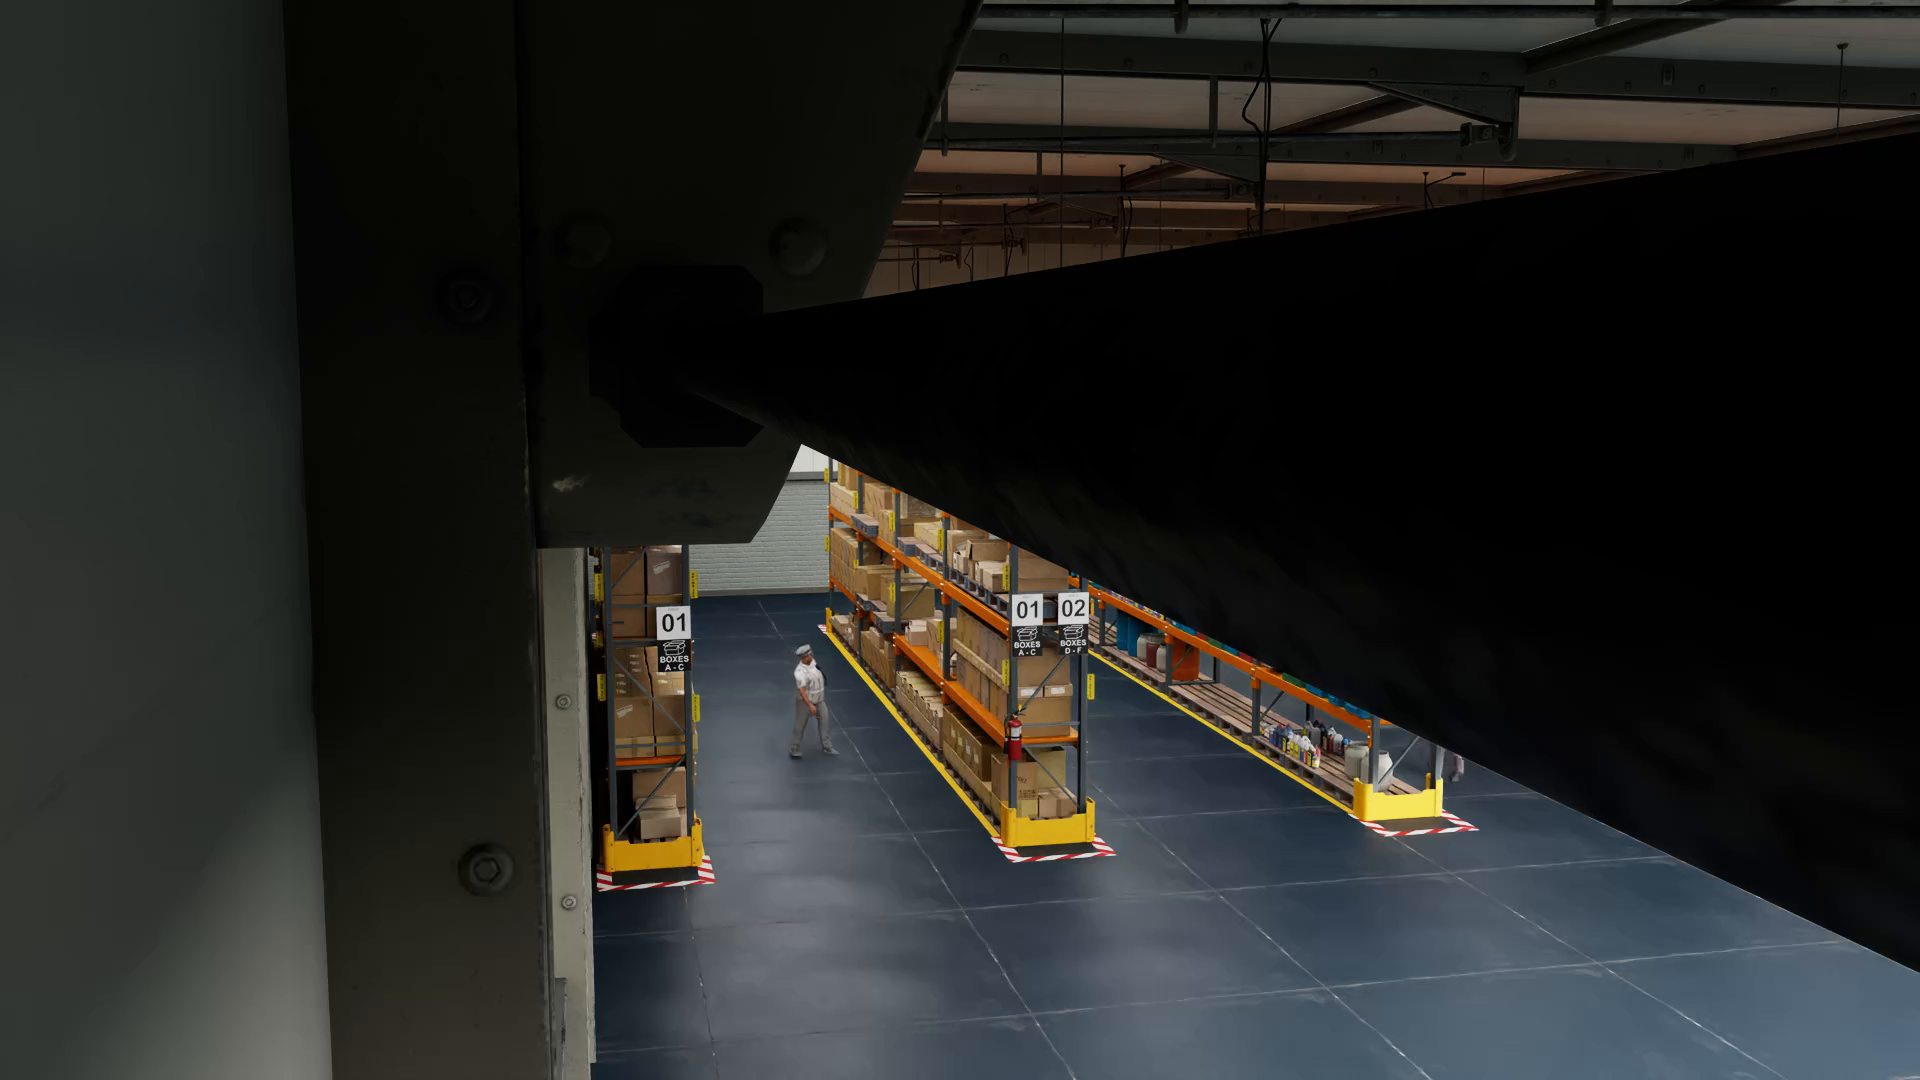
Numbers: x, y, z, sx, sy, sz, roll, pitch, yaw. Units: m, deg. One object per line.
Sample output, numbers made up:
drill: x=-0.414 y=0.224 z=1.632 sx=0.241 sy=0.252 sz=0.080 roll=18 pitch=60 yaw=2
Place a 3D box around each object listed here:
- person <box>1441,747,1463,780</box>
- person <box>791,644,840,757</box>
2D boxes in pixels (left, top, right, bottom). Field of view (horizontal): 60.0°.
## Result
person: x=7.106 y=2.603 z=24.198 sx=0.586 sy=1.726 sz=0.417 roll=5 pitch=9 yaw=37
person: x=-2.258 y=2.479 z=25.519 sx=0.642 sy=1.812 sz=0.709 roll=6 pitch=9 yaw=39
